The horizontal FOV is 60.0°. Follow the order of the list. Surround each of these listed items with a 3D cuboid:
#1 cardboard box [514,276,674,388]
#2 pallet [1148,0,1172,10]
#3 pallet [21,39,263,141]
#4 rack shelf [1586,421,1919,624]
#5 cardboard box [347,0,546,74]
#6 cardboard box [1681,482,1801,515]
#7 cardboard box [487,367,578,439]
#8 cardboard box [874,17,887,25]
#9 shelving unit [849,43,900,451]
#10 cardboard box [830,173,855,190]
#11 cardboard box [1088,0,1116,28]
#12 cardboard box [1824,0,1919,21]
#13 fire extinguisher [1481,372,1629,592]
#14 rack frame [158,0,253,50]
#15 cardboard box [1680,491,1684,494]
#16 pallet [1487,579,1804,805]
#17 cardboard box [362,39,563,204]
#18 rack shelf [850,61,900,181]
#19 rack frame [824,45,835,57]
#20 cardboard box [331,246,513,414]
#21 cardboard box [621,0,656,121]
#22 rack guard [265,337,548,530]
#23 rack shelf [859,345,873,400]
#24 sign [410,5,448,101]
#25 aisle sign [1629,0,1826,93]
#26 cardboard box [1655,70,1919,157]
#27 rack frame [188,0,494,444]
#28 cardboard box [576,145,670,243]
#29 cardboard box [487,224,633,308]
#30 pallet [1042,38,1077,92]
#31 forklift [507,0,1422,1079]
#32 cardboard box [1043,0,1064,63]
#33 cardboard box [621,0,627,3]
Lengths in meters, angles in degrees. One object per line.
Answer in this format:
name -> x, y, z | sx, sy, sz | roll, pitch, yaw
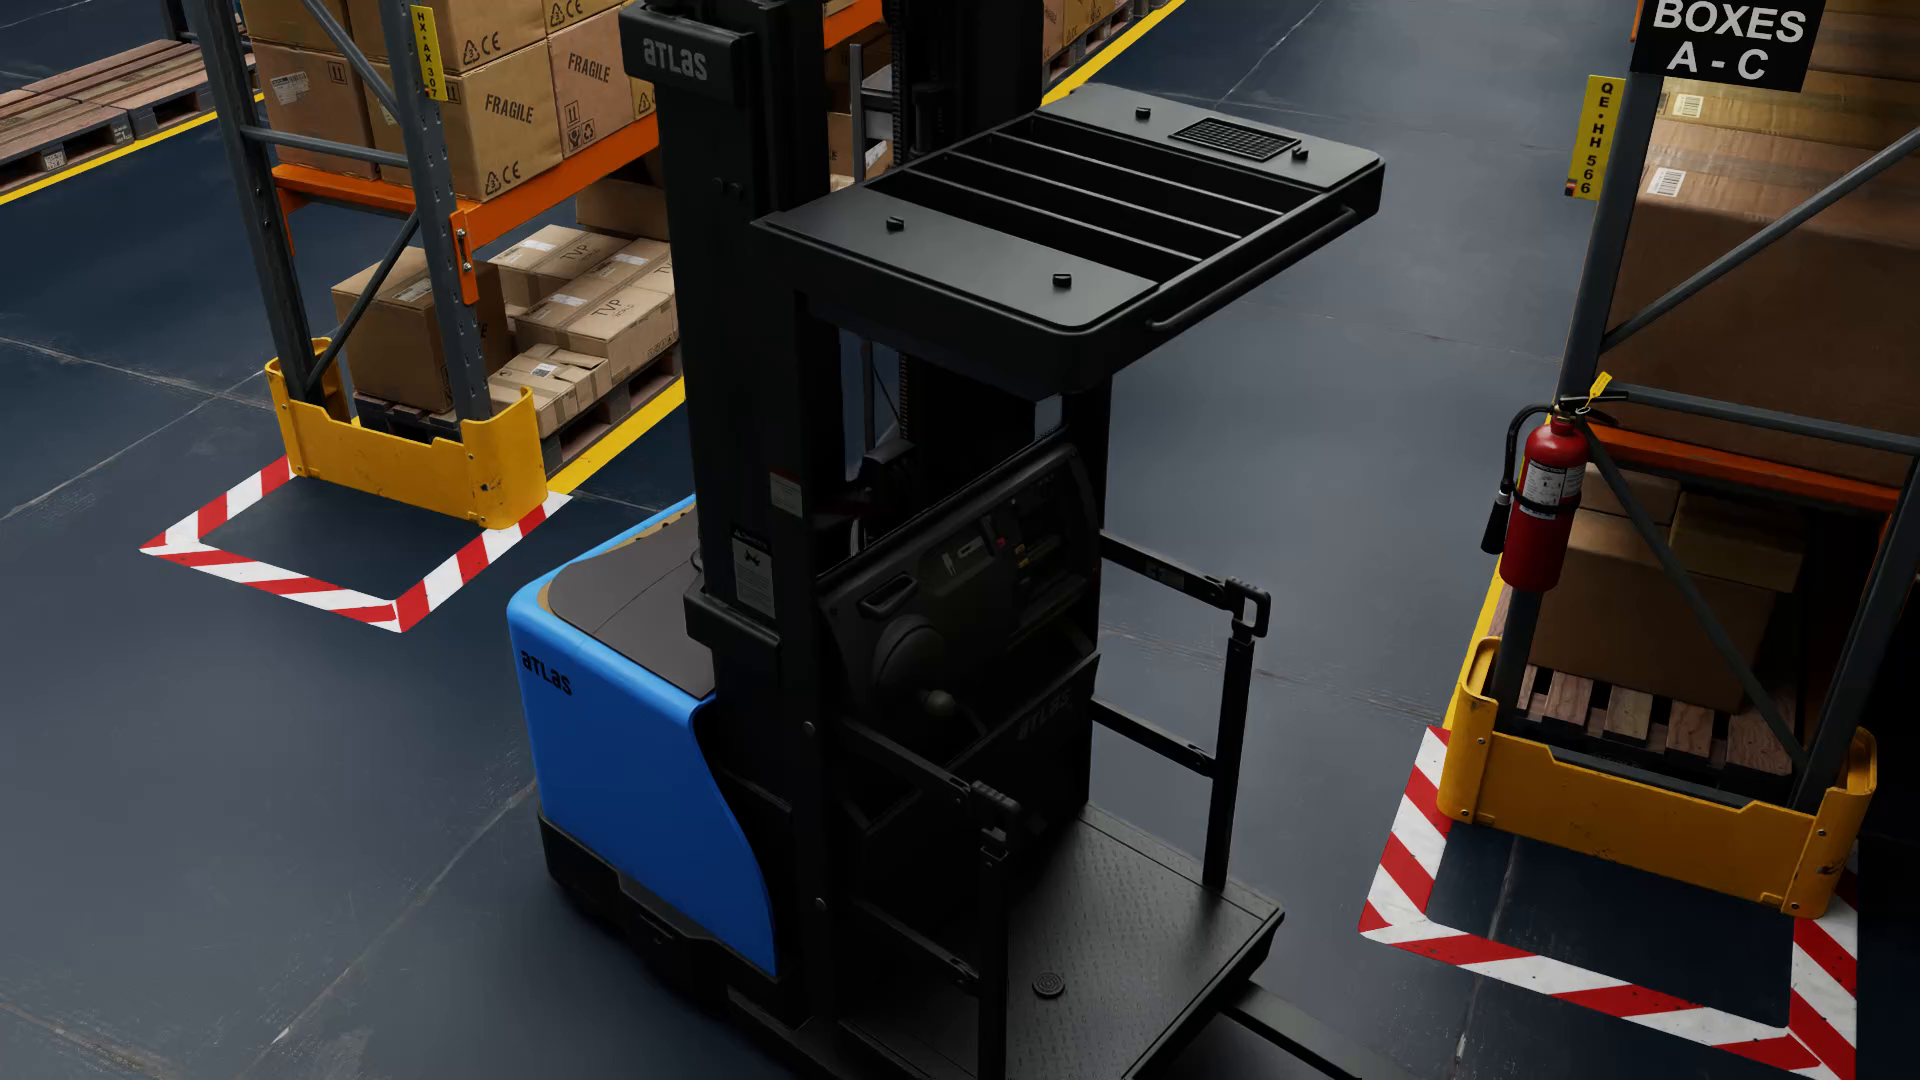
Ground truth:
cardboard box -> -1.660, -0.954, 7.576 | 0.500, 0.250, 0.500 | 14, 36, 20
pallet -> 1.373, -4.684, 13.701 | 1.003, 0.211, 1.213 | 14, 36, 20
pallet -> -5.450, -3.054, 11.215 | 1.003, 0.211, 1.213 | 14, 36, 20
rack shelf -> 2.984, -1.026, 6.235 | 1.077, 0.370, 4.000 | 14, 36, 20
cardboard box -> -1.929, -2.085, 6.192 | 0.500, 0.500, 0.500 | 15, 36, 22
cardboard box -> 2.689, -0.248, 5.698 | 0.380, 0.149, 0.250 | 14, 36, 21
cardboard box -> -1.867, -0.587, 7.108 | 0.380, 0.149, 0.250 | 14, 36, 20
cardboard box -> -0.520, -3.152, 10.699 | 0.500, 0.500, 0.500 | 14, 36, 21
shelving unit -> -0.069, -0.796, 6.049 | 0.431, 2.100, 0.503 | 14, 36, 20
cardboard box -> -0.764, -1.900, 9.110 | 0.380, 0.149, 0.250 | 14, 36, 20
cardboard box -> 0.815, -4.068, 12.097 | 0.500, 0.500, 0.500 | 16, 36, 22
cardboard box -> 3.268, -1.819, 6.516 | 0.980, 0.700, 0.700 | 13, 36, 19
fire extinguisher -> 1.665, -0.173, 4.689 | 0.296, 0.674, 0.183 | 14, 36, 20
rack frame -> -5.178, -4.595, 11.023 | 1.000, 3.000, 0.127 | 14, 36, 20
cardboard box -> 2.558, -0.082, 6.035 | 0.700, 0.500, 0.500 | 14, 36, 20
pallet -> 2.410, 0.420, 5.918 | 1.003, 0.211, 1.213 | 14, 36, 20
cardboard box -> -1.929, -1.667, 6.466 | 0.500, 0.500, 0.500 | 15, 36, 21
rack shelf -> -0.069, -1.370, 5.672 | 0.431, 0.518, 0.480 | 14, 36, 20
rack frame -> -0.680, -3.457, 9.287 | 1.000, 3.000, 0.127 | 14, 36, 20
cardboard box -> -2.350, -0.931, 7.313 | 0.500, 0.500, 0.500 | 14, 36, 20
cardboard box -> -1.505, -2.175, 7.240 | 0.500, 0.500, 0.500 | 14, 36, 20
rack guard -> -2.322, -0.458, 6.992 | 1.175, 0.500, 0.348 | 14, 36, 20
rack shelf -> -0.069, -0.784, 6.056 | 0.431, 0.518, 0.480 | 14, 36, 20
sign -> -1.861, -1.703, 5.822 | 0.100, 0.325, 0.005 | 14, 36, 20
aisle sign -> 1.844, -1.451, 3.856 | 0.394, 0.787, 0.004 | 14, 36, 20
cardboard box -> 2.645, -1.077, 5.384 | 0.980, 0.700, 0.700 | 14, 36, 20
rack frame -> -2.354, -1.465, 6.249 | 1.000, 3.000, 0.127 | 14, 36, 20
cardboard box -> -1.462, -1.660, 8.422 | 0.797, 0.503, 0.637 | 14, 36, 20
cardboard box -> -1.925, -1.293, 8.092 | 0.500, 0.250, 0.500 | 14, 36, 20
pallet -> 0.135, -3.315, 11.613 | 1.003, 0.211, 1.213 | 14, 36, 20
forklift -> 0.188, 0.141, 3.861 | 3.031, 2.935, 1.130 | 25, 41, 32
cardboard box -> 0.384, -3.548, 11.304 | 0.500, 0.500, 0.500 | 13, 35, 19
cardboard box -> -1.503, -2.596, 6.970 | 0.500, 0.500, 0.500 | 15, 36, 21
